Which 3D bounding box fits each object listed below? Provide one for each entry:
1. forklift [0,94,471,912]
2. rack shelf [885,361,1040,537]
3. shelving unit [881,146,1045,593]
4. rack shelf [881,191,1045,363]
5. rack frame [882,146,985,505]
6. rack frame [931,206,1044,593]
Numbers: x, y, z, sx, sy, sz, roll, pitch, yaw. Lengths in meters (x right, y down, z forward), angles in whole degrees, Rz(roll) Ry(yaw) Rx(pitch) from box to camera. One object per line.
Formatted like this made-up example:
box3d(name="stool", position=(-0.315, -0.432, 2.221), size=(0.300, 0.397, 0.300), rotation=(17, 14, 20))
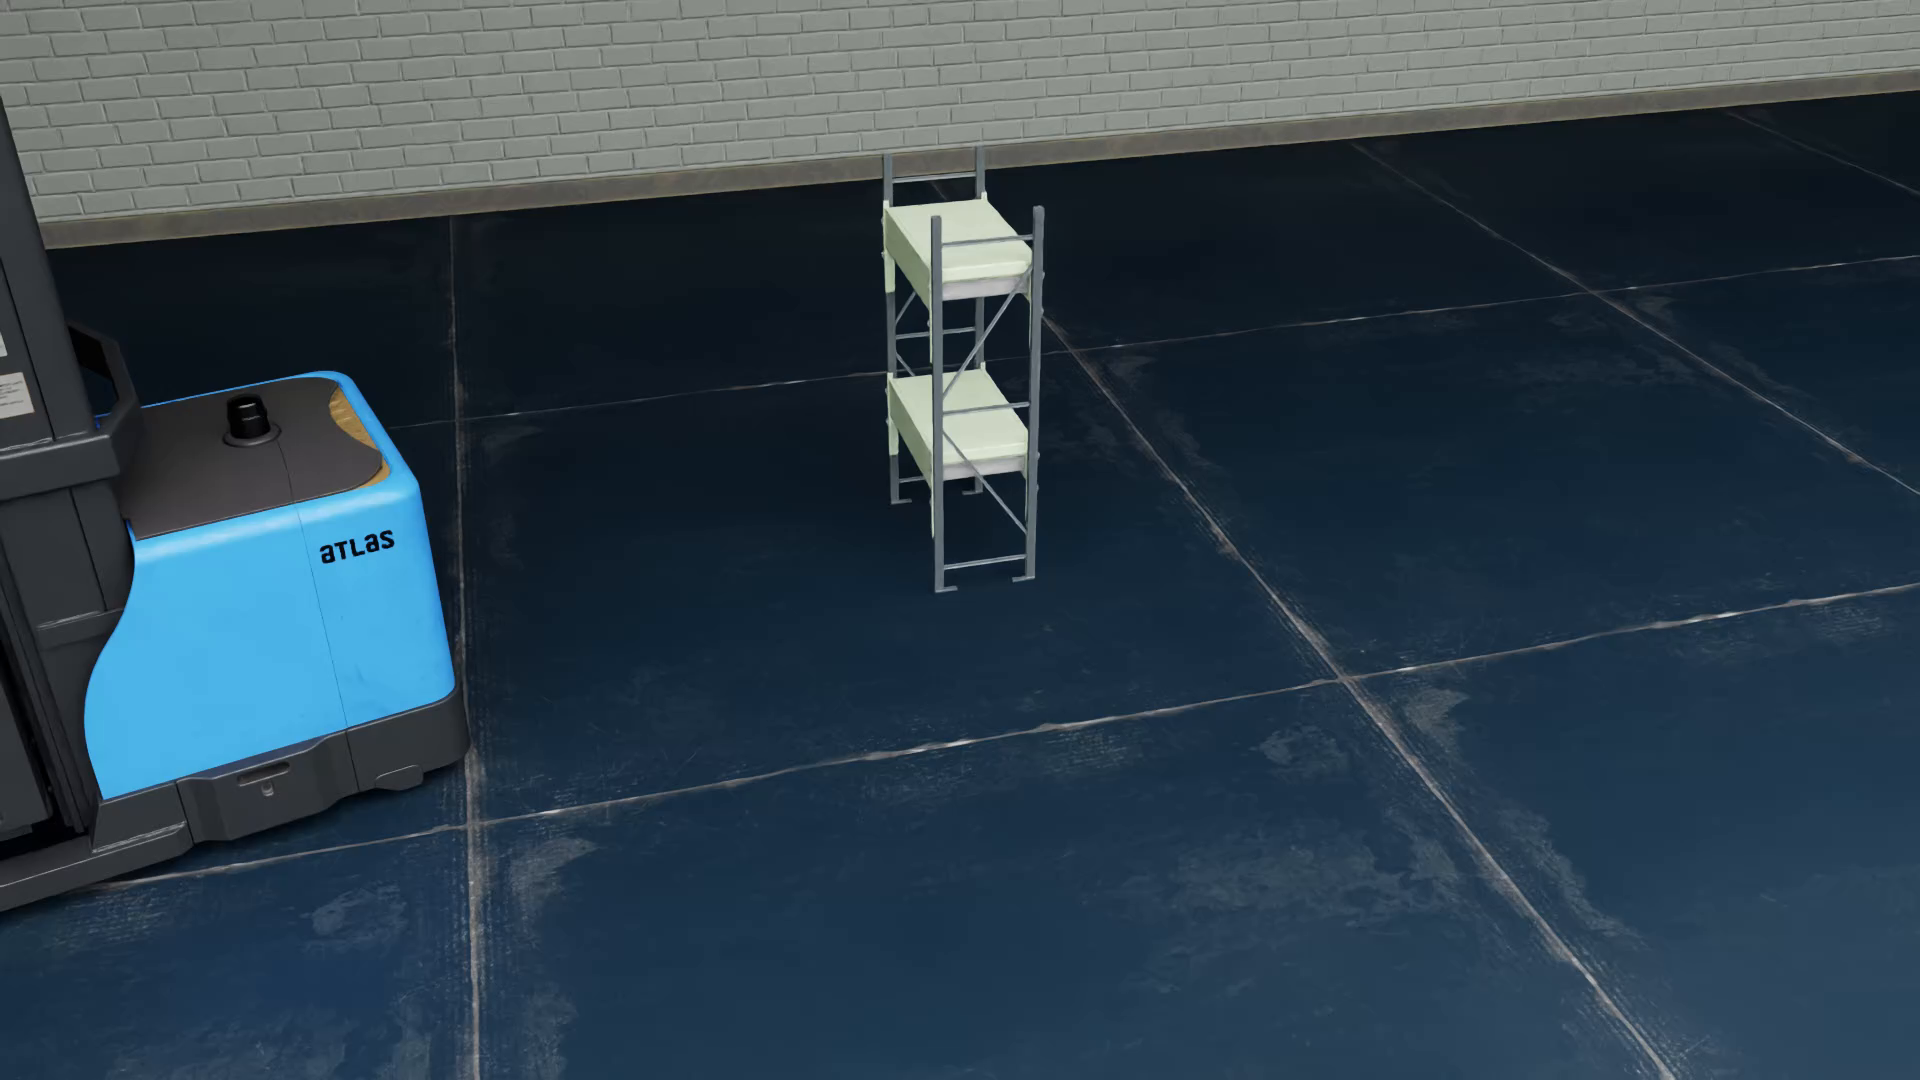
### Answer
box3d(name="forklift", position=(-3.134, -0.350, 4.430), size=(3.031, 2.935, 1.130), rotation=(-16, 34, -26))
box3d(name="rack shelf", position=(-0.002, -0.370, 6.543), size=(0.431, 0.370, 0.720), rotation=(-8, 31, -13))
box3d(name="shelving unit", position=(-0.002, -0.652, 6.380), size=(0.431, 1.500, 0.755), rotation=(-8, 31, -13))
box3d(name="rack shelf", position=(-0.002, -0.990, 6.184), size=(0.431, 0.370, 0.720), rotation=(-8, 31, -13))
box3d(name="rack frame", position=(-0.099, -0.829, 6.685), size=(0.400, 1.500, 0.023), rotation=(-8, 31, -13))
box3d(name="rack frame", position=(0.095, -0.476, 6.074), size=(0.400, 1.500, 0.023), rotation=(-8, 31, -13))
